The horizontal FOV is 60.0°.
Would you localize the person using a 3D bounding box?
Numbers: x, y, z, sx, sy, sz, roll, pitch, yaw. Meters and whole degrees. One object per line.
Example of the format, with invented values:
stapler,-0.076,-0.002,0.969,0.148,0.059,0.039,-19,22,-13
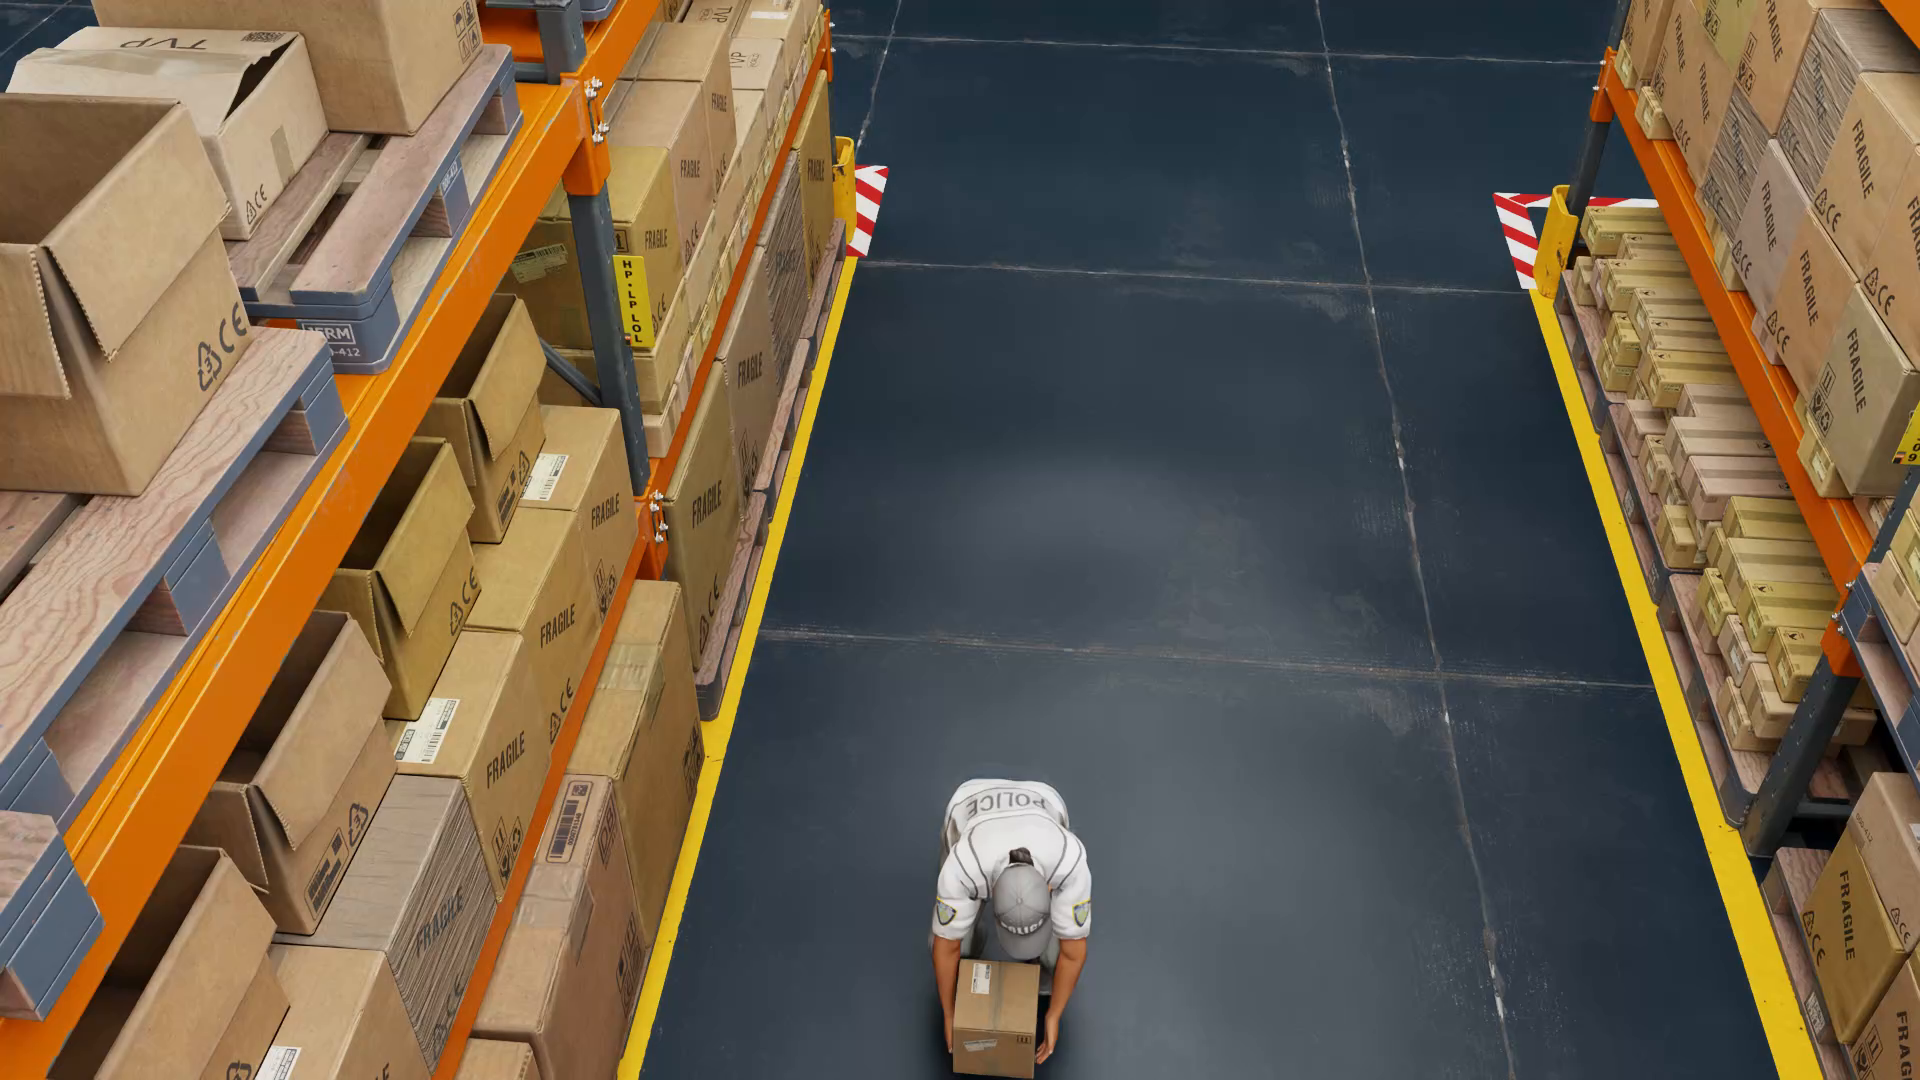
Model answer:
person,0.165,1.151,5.358,0.510,0.950,0.852,3,40,4
